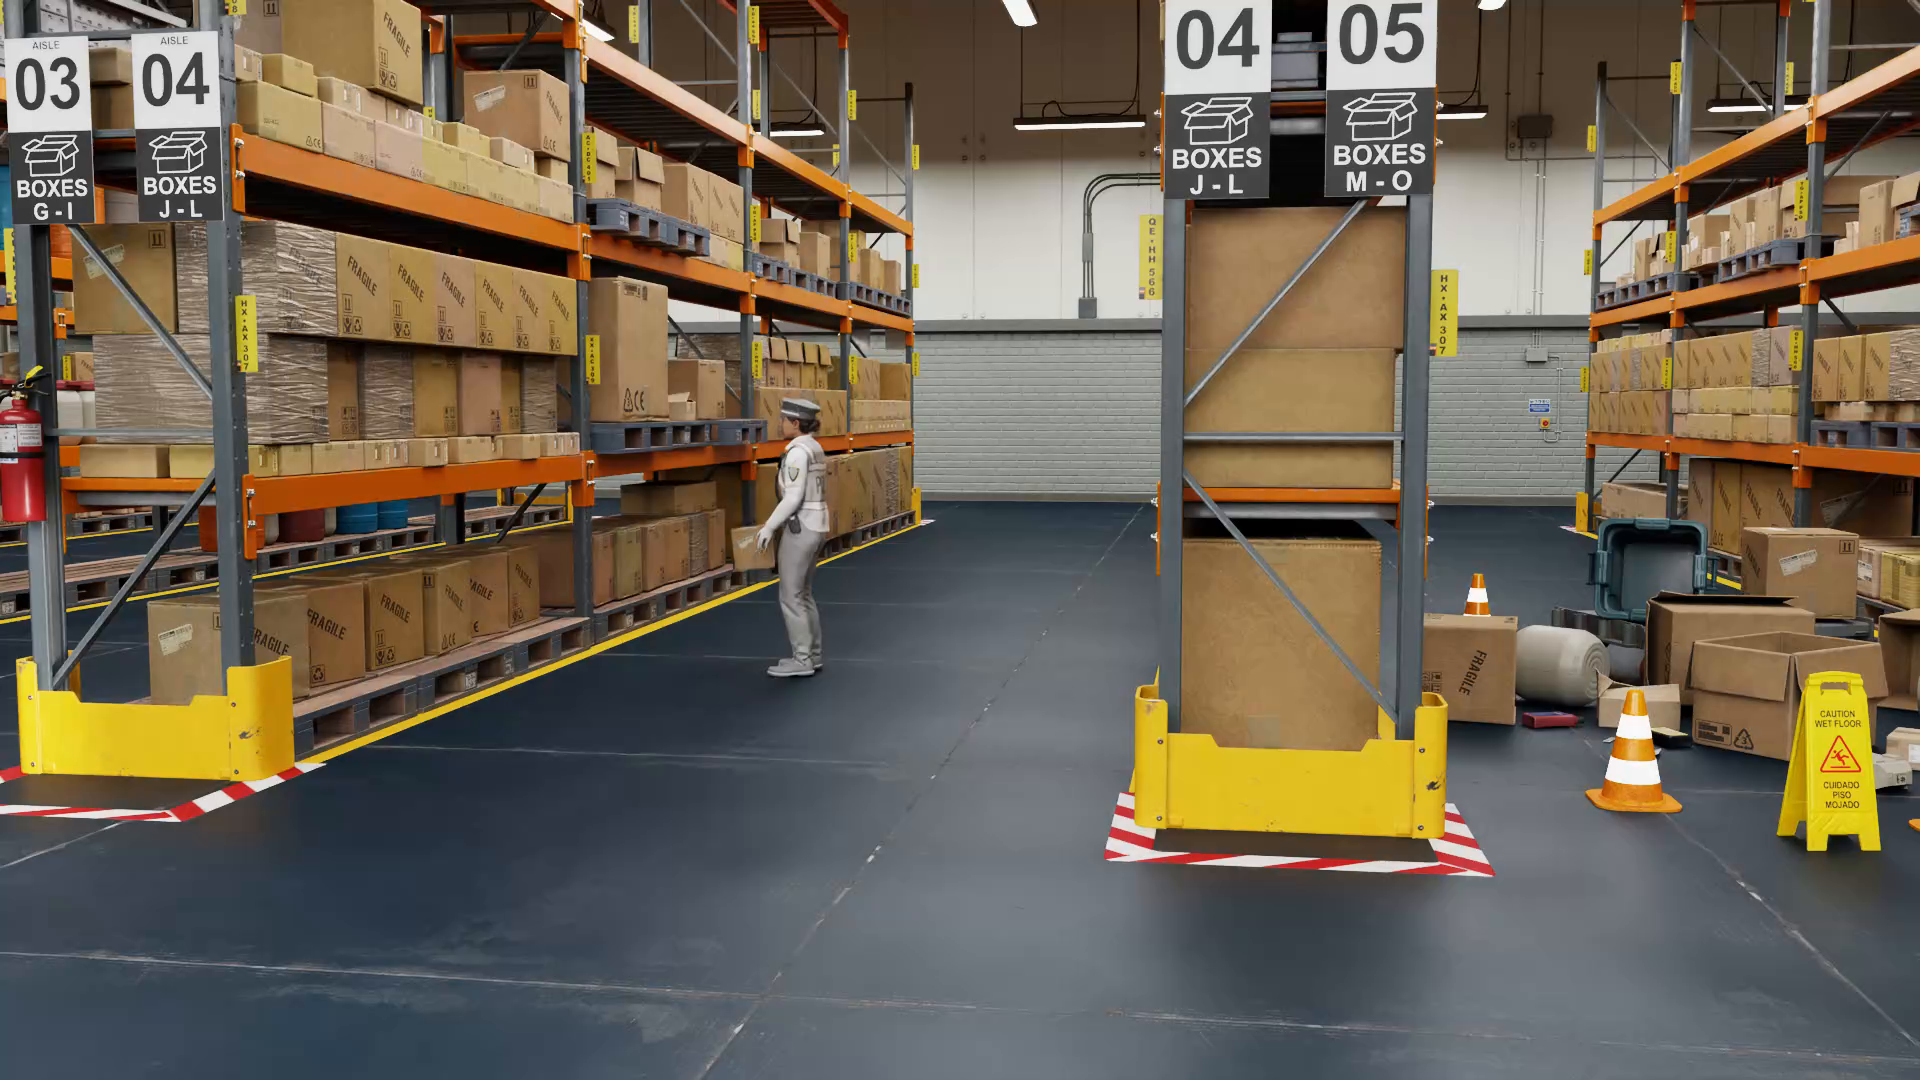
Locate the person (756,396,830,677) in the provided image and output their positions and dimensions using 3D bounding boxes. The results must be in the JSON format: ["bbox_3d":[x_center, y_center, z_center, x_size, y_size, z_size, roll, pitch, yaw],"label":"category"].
[{"bbox_3d":[-1.003,-0.027,10.080,0.411,1.684,0.500,1,5,8],"label":"person"}]
